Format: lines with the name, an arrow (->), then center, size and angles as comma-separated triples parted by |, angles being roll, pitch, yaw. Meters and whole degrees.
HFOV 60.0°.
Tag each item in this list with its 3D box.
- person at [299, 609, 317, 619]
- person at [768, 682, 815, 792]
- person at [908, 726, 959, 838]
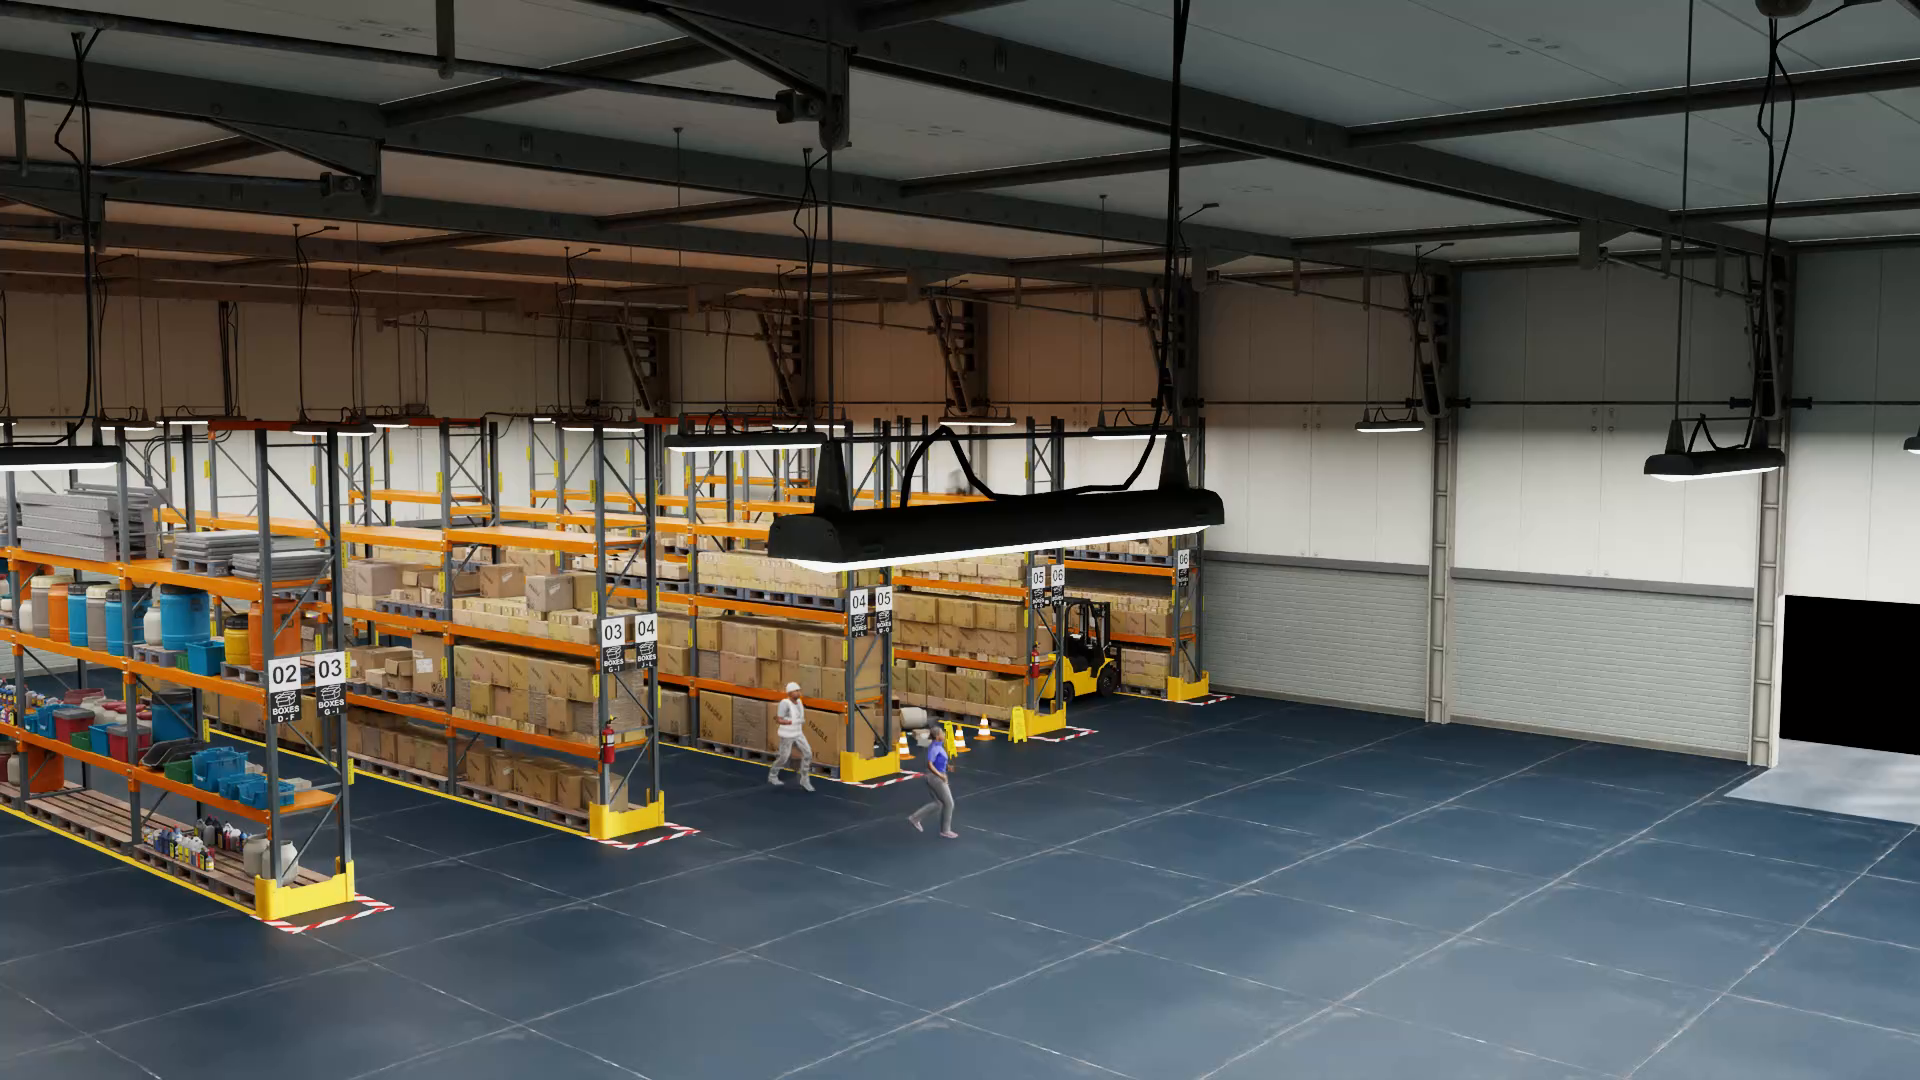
person -> -15.187, 2.304, 38.167 | 0.691, 1.739, 0.799 | 2, 5, 19
person -> -2.781, 3.203, 27.077 | 0.833, 1.817, 0.700 | 3, 6, 33
person -> -0.378, 3.513, 24.107 | 0.737, 1.653, 0.586 | -1, 5, -10
